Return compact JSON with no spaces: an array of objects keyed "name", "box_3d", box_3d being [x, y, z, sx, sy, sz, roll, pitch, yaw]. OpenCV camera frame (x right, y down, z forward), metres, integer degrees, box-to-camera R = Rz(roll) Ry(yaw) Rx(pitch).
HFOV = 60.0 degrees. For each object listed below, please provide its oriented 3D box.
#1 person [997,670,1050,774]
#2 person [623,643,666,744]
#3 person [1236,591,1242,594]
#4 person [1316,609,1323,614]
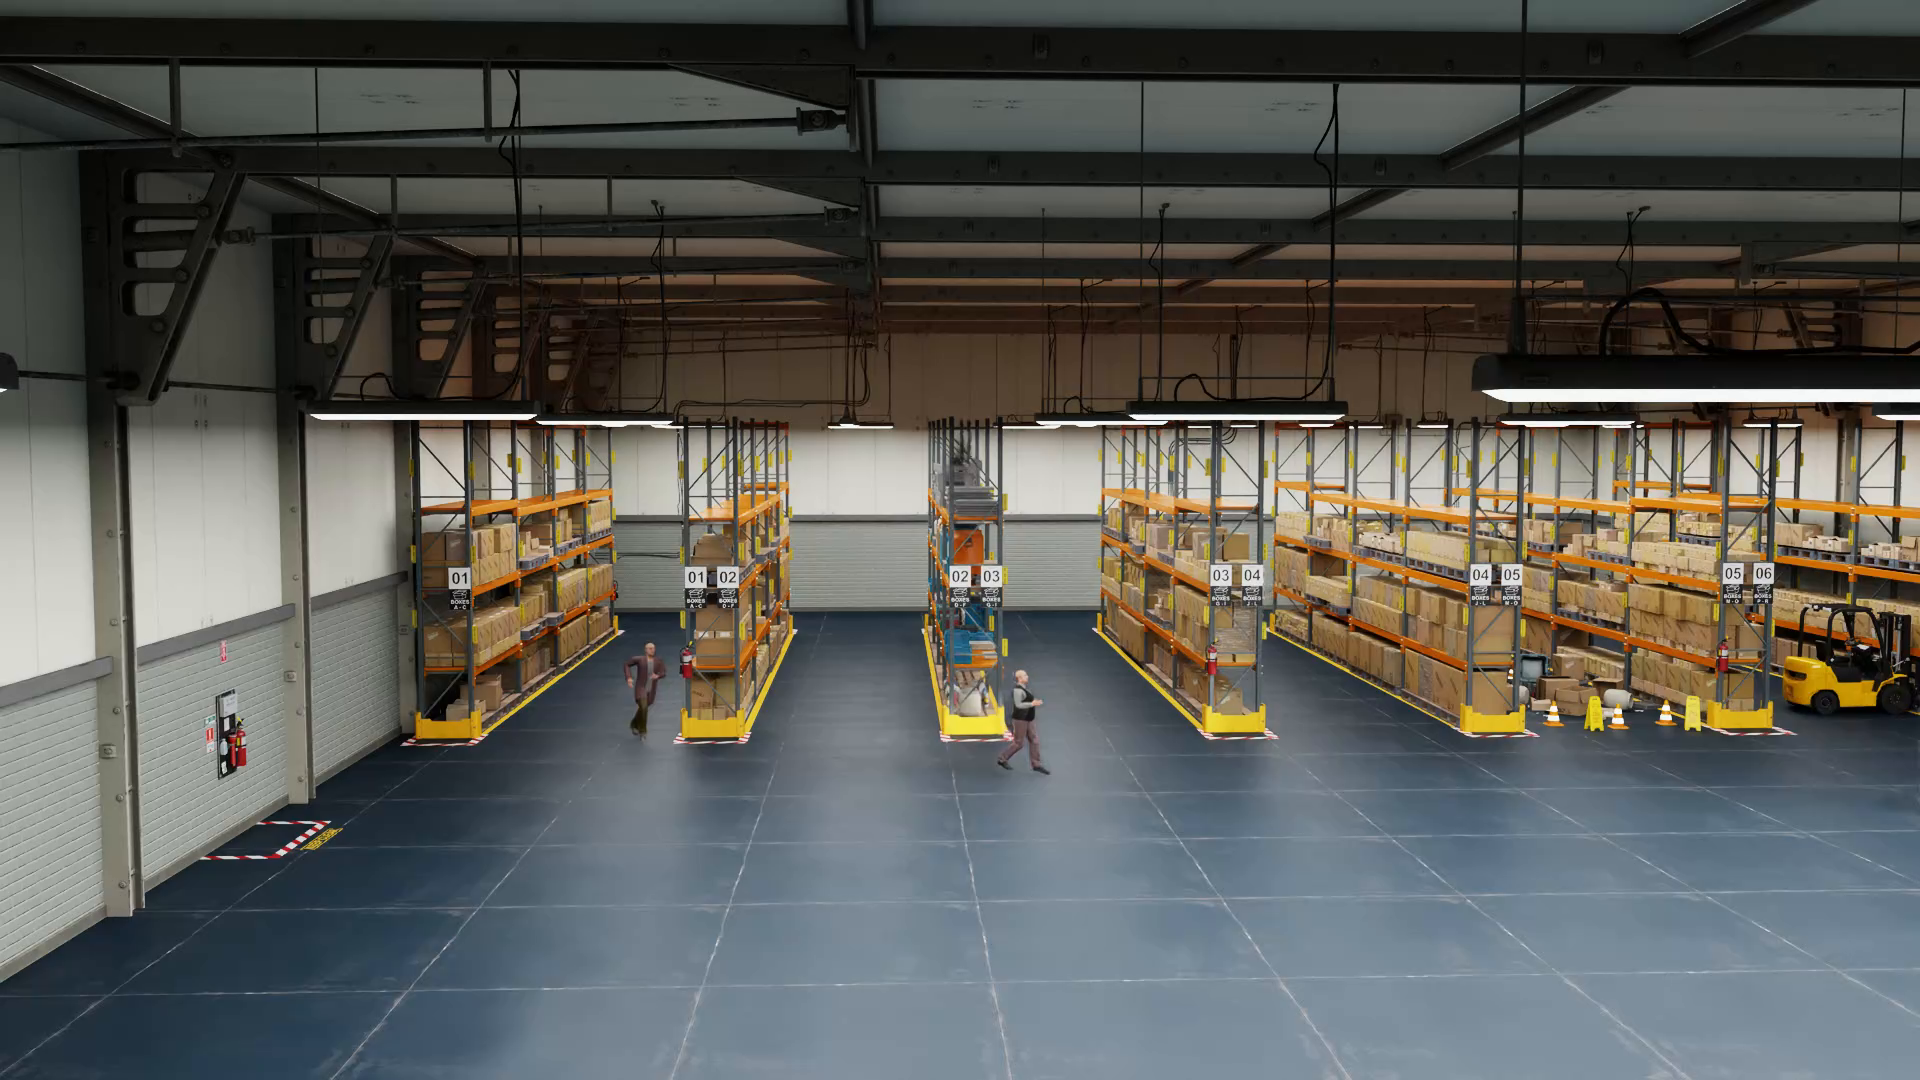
[{"name":"person","box_3d":[1.055,3.028,27.679,0.888,1.732,0.657,1,4,19]},{"name":"person","box_3d":[-5.844,2.819,31.001,0.726,1.803,0.971,-3,5,-37]},{"name":"person","box_3d":[8.068,1.717,48.086,0.823,1.762,0.736,-3,5,-38]},{"name":"person","box_3d":[10.852,1.680,49.080,0.962,1.769,0.720,0,4,-7]}]
